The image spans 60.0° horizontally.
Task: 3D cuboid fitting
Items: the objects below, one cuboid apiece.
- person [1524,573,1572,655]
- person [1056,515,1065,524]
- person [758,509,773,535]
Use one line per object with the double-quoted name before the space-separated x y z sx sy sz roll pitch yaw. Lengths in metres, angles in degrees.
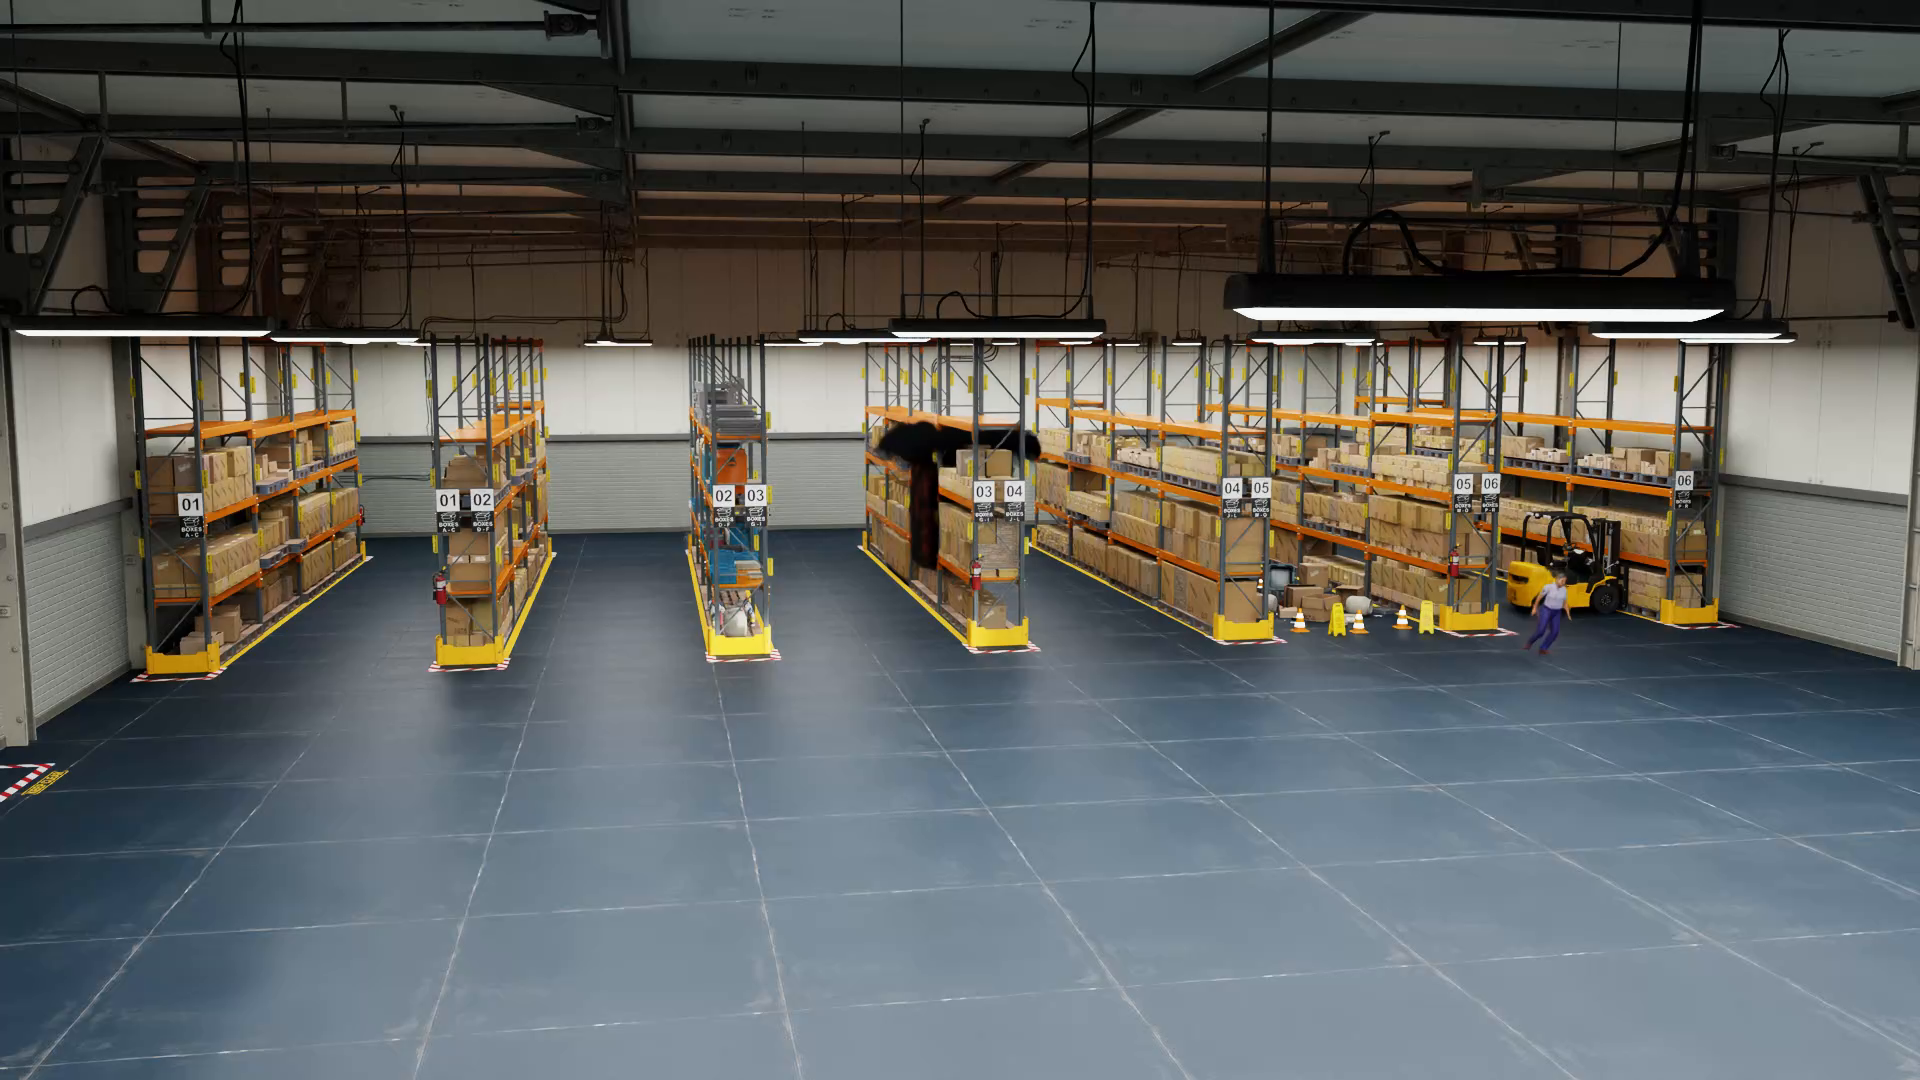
"person" 11.028 1.374 31.182 0.743 1.567 0.606 -1 7 -12
"person" 3.322 -1.123 52.220 0.635 1.765 0.773 6 9 40
"person" -5.903 -0.688 49.334 0.670 1.522 0.525 2 7 16
